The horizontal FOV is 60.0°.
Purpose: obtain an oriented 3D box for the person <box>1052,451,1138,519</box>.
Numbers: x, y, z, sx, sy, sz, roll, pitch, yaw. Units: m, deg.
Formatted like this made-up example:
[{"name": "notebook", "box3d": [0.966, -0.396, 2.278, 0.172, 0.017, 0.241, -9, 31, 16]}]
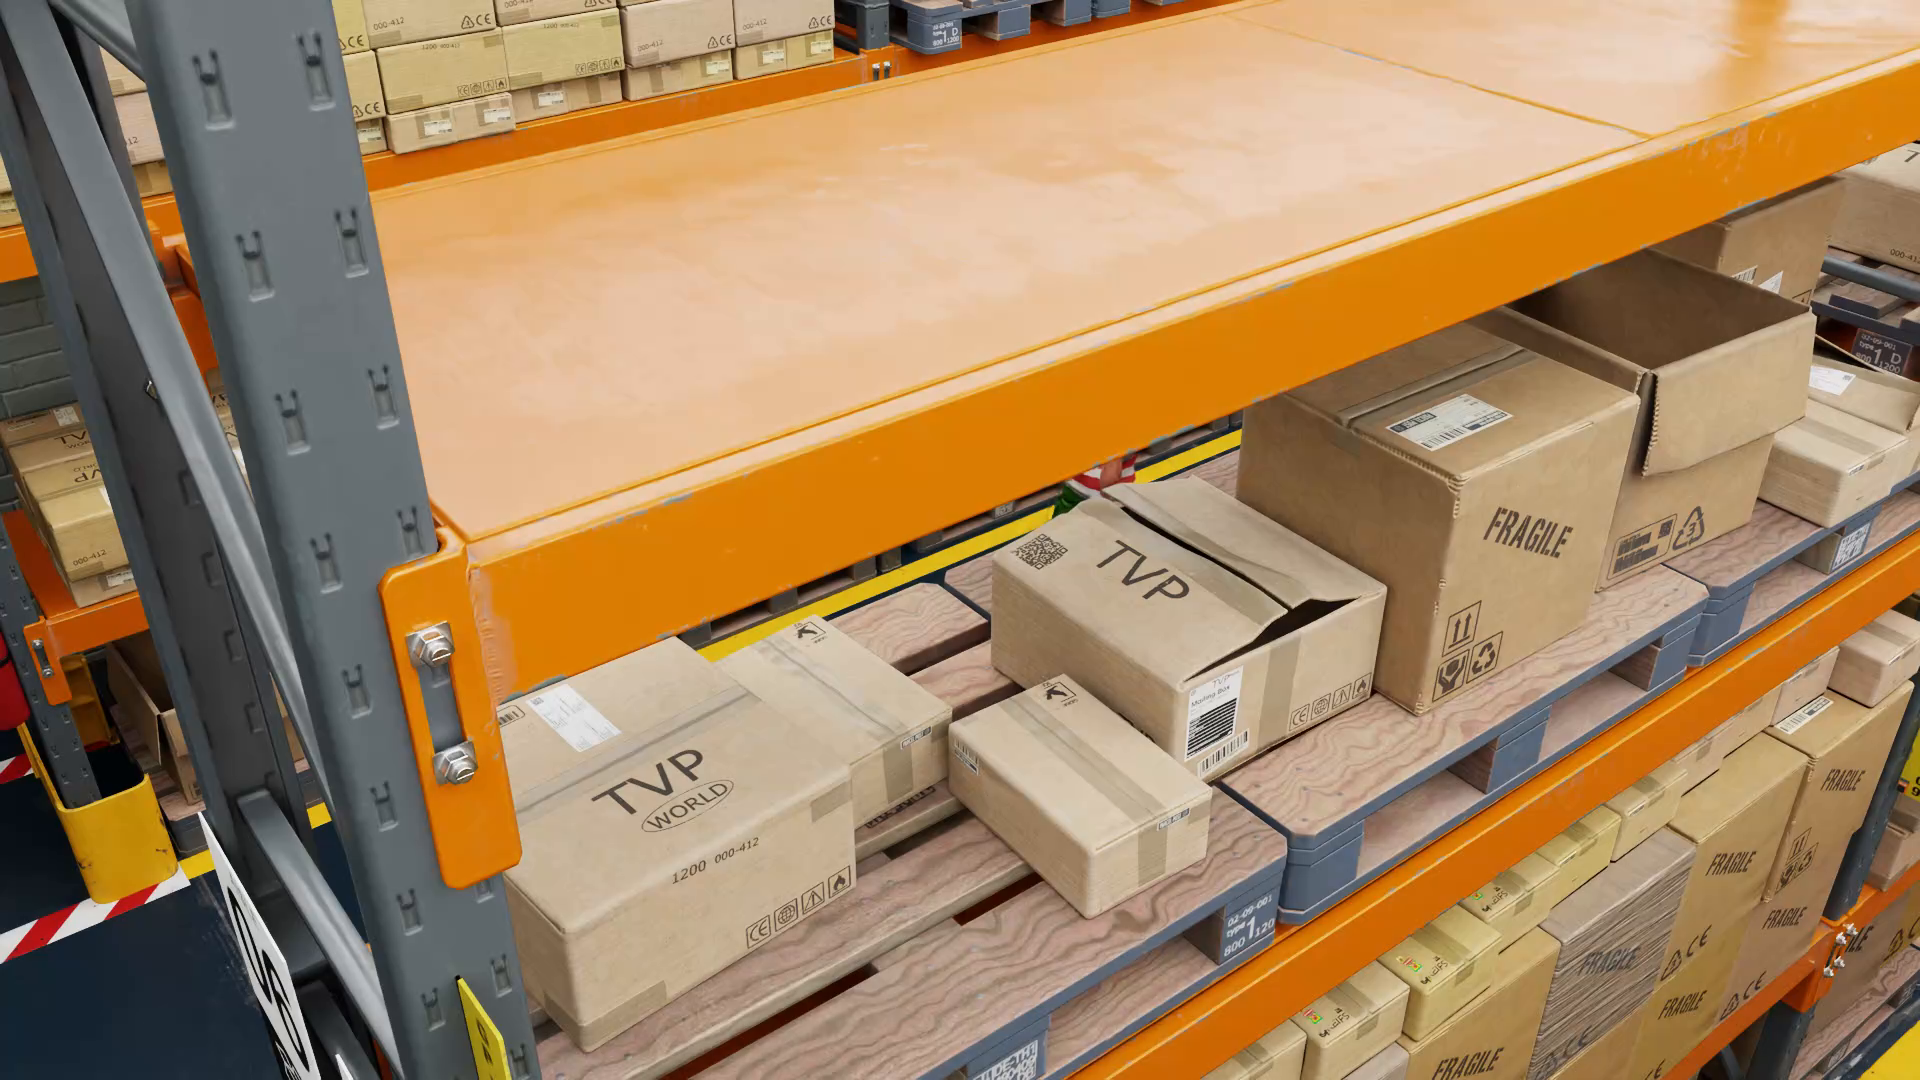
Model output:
[{"name": "person", "box3d": [0.644, -0.281, 8.078, 1.043, 1.750, 0.576, -17, 36, -26]}]
